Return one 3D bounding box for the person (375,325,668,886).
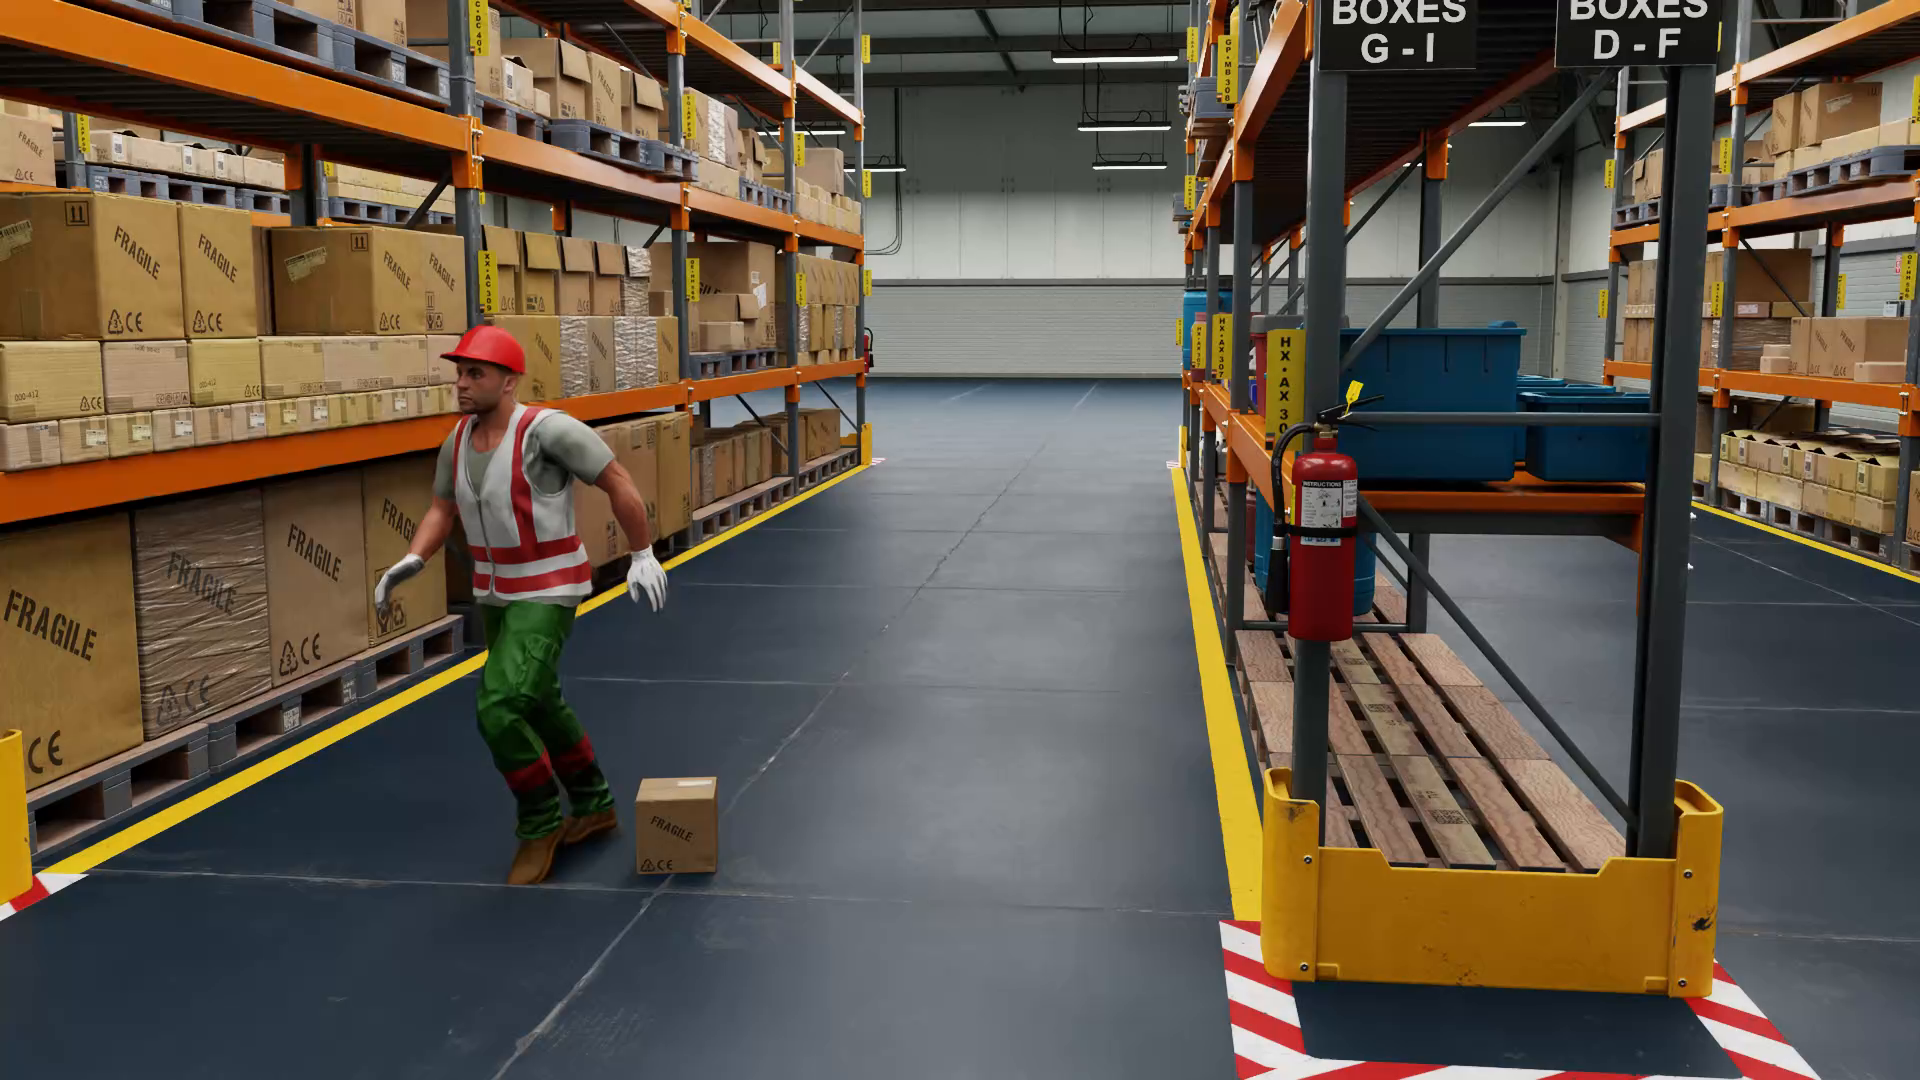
[{"bbox_3d":[-1.401,0.217,5.319,0.713,1.797,0.800,6,9,37],"label":"person"}]
